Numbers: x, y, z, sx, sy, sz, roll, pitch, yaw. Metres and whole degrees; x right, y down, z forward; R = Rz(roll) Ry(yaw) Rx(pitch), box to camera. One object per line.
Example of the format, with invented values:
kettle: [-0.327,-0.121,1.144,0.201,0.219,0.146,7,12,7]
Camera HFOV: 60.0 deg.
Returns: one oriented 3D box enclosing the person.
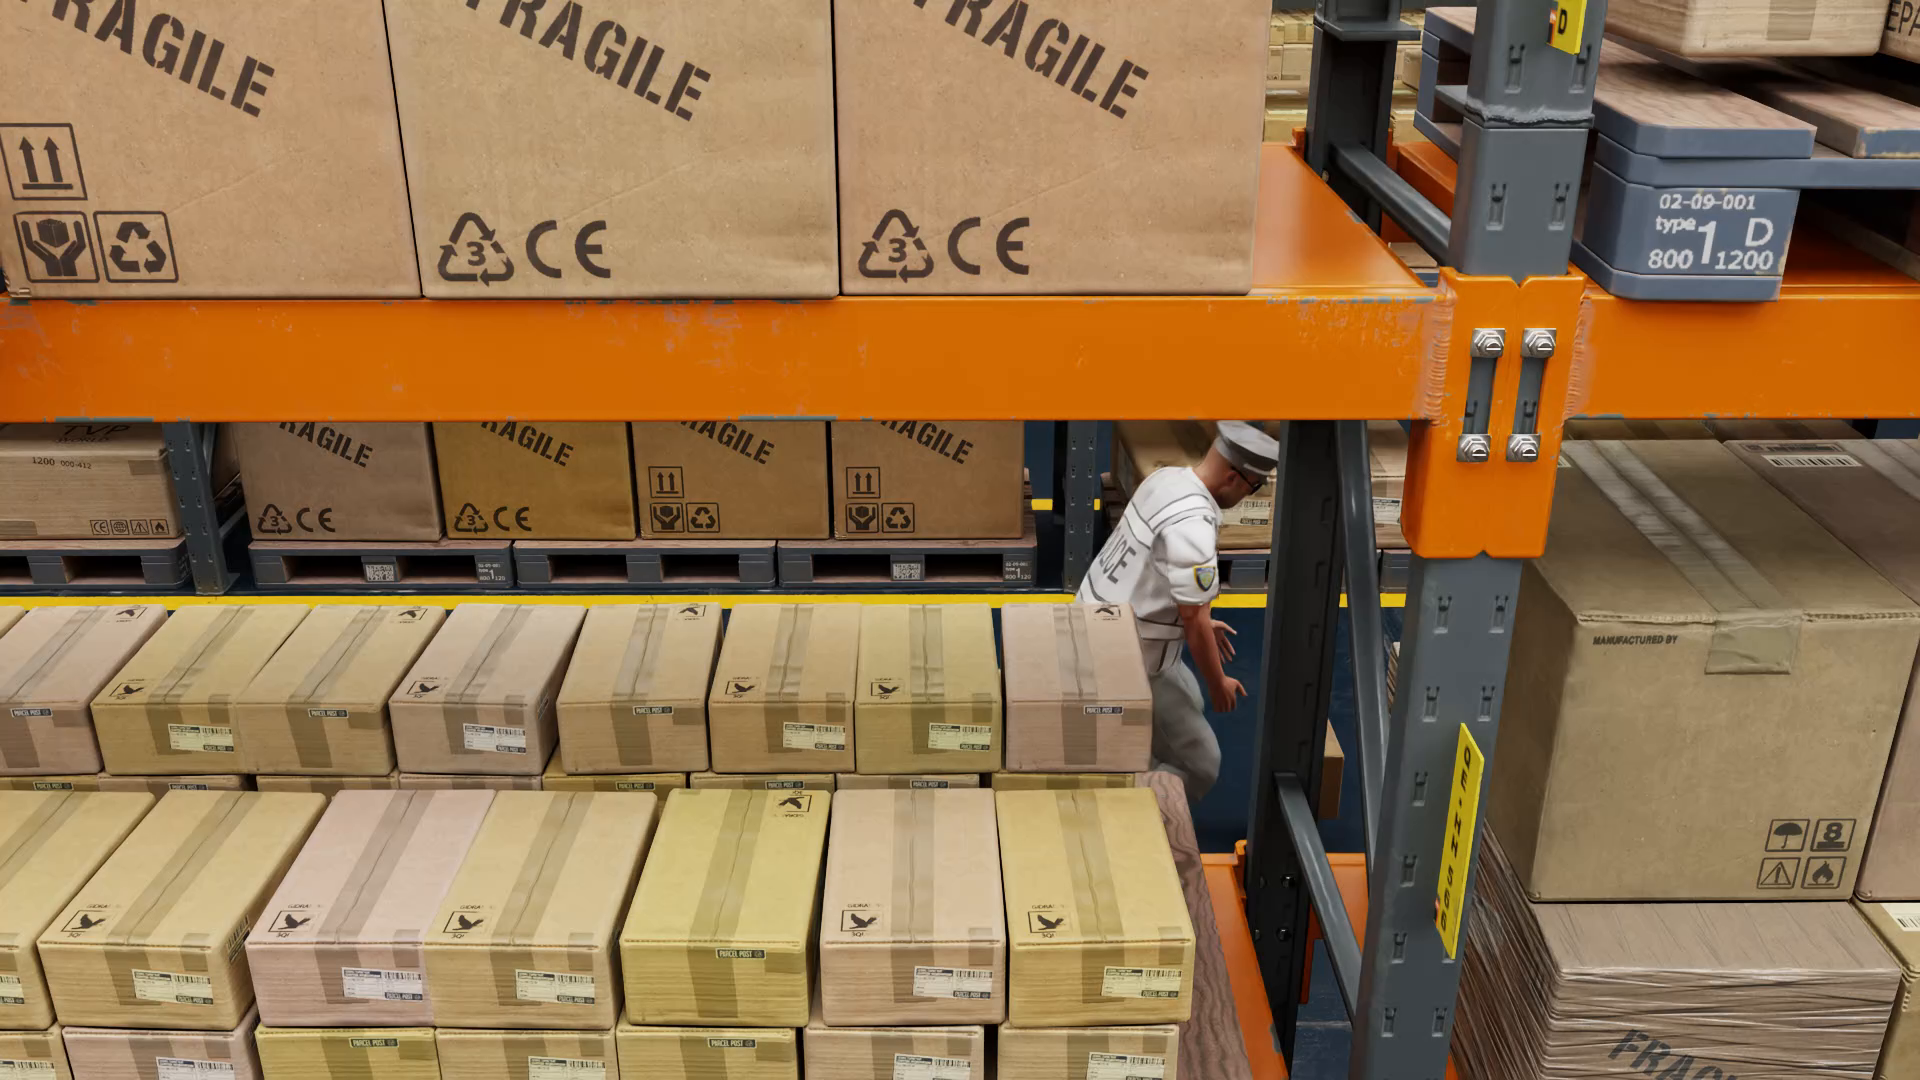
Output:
person: [0.692,0.355,5.533,0.682,1.572,0.584,0,24,0]
